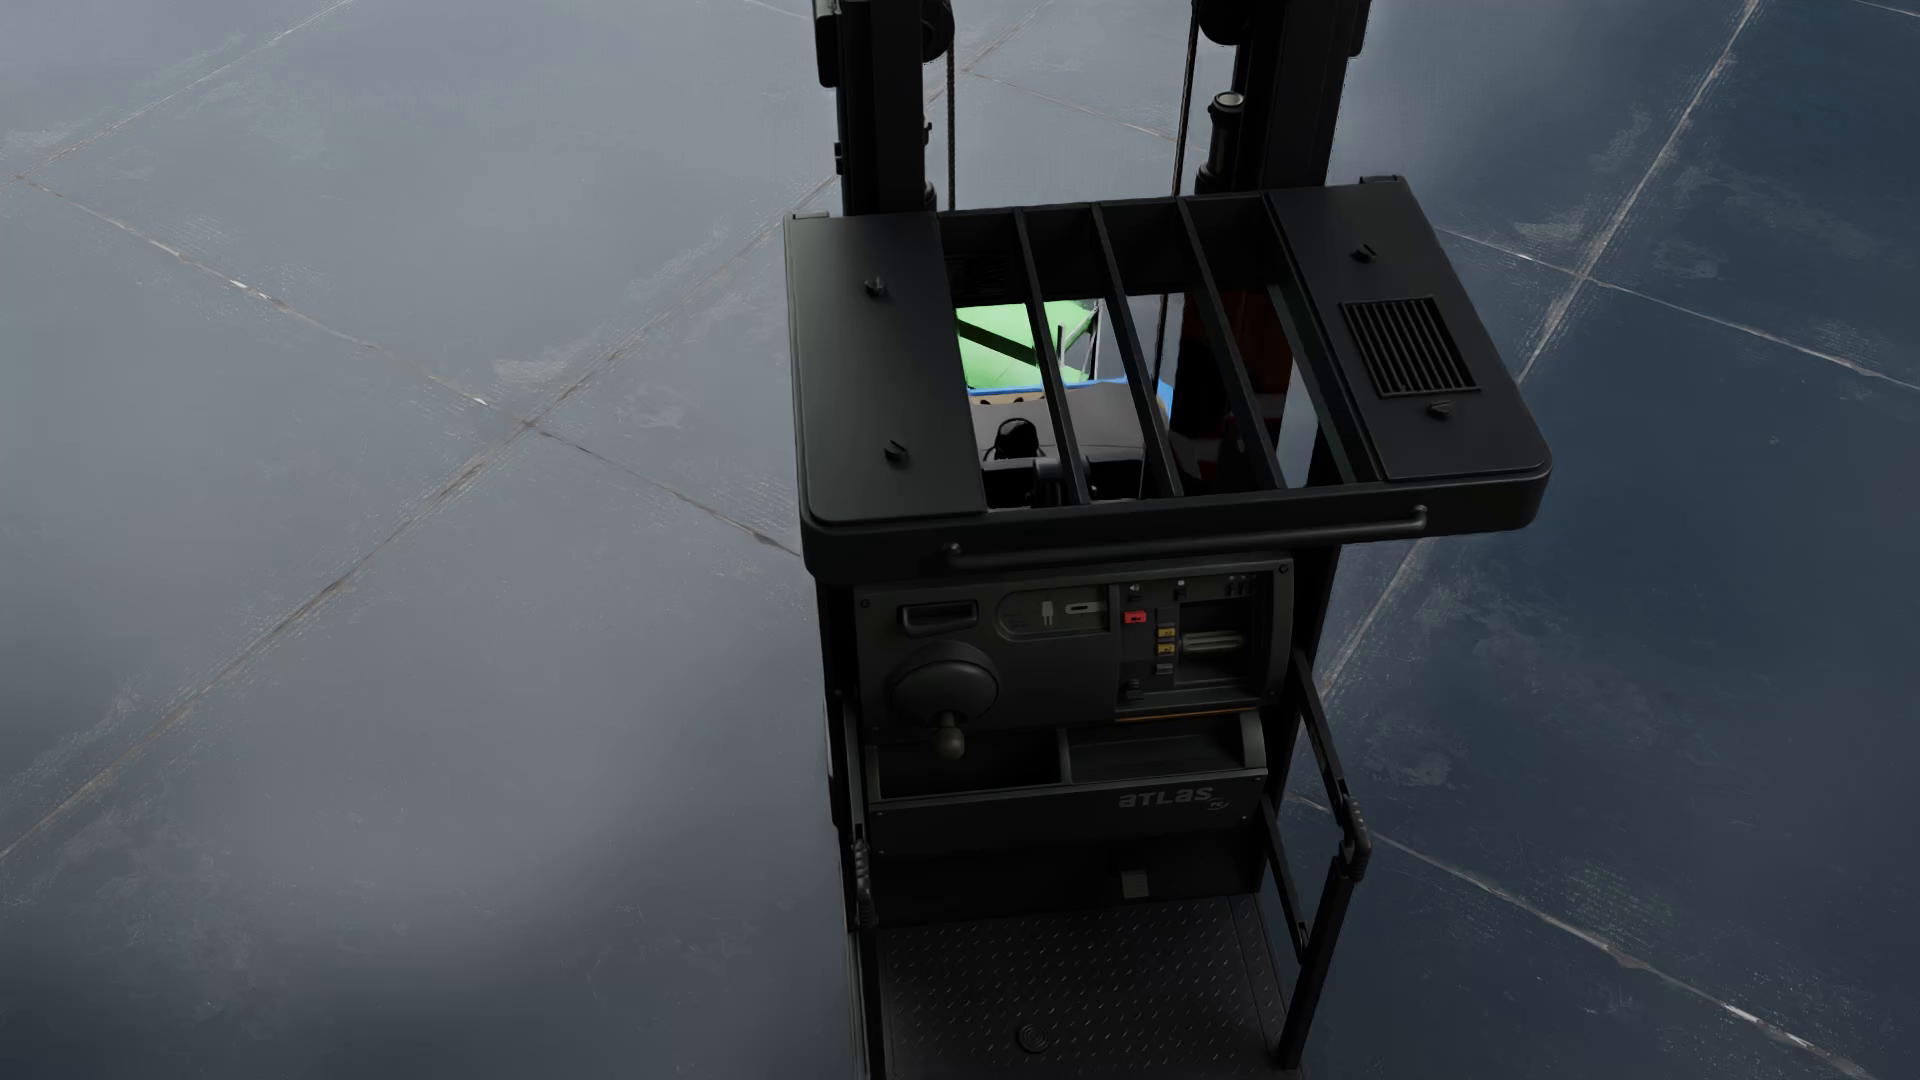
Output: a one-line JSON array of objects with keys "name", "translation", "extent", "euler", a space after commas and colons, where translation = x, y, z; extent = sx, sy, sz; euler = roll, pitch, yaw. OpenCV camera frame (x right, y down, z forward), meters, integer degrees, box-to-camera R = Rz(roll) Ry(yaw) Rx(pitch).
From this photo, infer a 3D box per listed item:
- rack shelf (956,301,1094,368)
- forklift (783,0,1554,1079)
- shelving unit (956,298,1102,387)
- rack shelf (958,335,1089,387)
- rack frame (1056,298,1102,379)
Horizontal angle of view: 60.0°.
[{"name": "rack shelf", "translation": [0.139, -0.644, 4.959], "extent": [0.480, 0.148, 0.258], "euler": [25, 51, 22]}, {"name": "forklift", "translation": [0.271, 0.338, 3.378], "extent": [1.130, 2.935, 3.031], "euler": [-5, 46, -4]}, {"name": "shelving unit", "translation": [0.139, -0.354, 5.257], "extent": [0.503, 1.200, 0.258], "euler": [25, 51, 22]}, {"name": "rack shelf", "translation": [0.139, -0.477, 5.131], "extent": [0.480, 0.148, 0.258], "euler": [25, 51, 22]}, {"name": "rack frame", "translation": [0.345, -0.260, 5.166], "extent": [0.015, 1.200, 0.240], "euler": [25, 51, 22]}]
